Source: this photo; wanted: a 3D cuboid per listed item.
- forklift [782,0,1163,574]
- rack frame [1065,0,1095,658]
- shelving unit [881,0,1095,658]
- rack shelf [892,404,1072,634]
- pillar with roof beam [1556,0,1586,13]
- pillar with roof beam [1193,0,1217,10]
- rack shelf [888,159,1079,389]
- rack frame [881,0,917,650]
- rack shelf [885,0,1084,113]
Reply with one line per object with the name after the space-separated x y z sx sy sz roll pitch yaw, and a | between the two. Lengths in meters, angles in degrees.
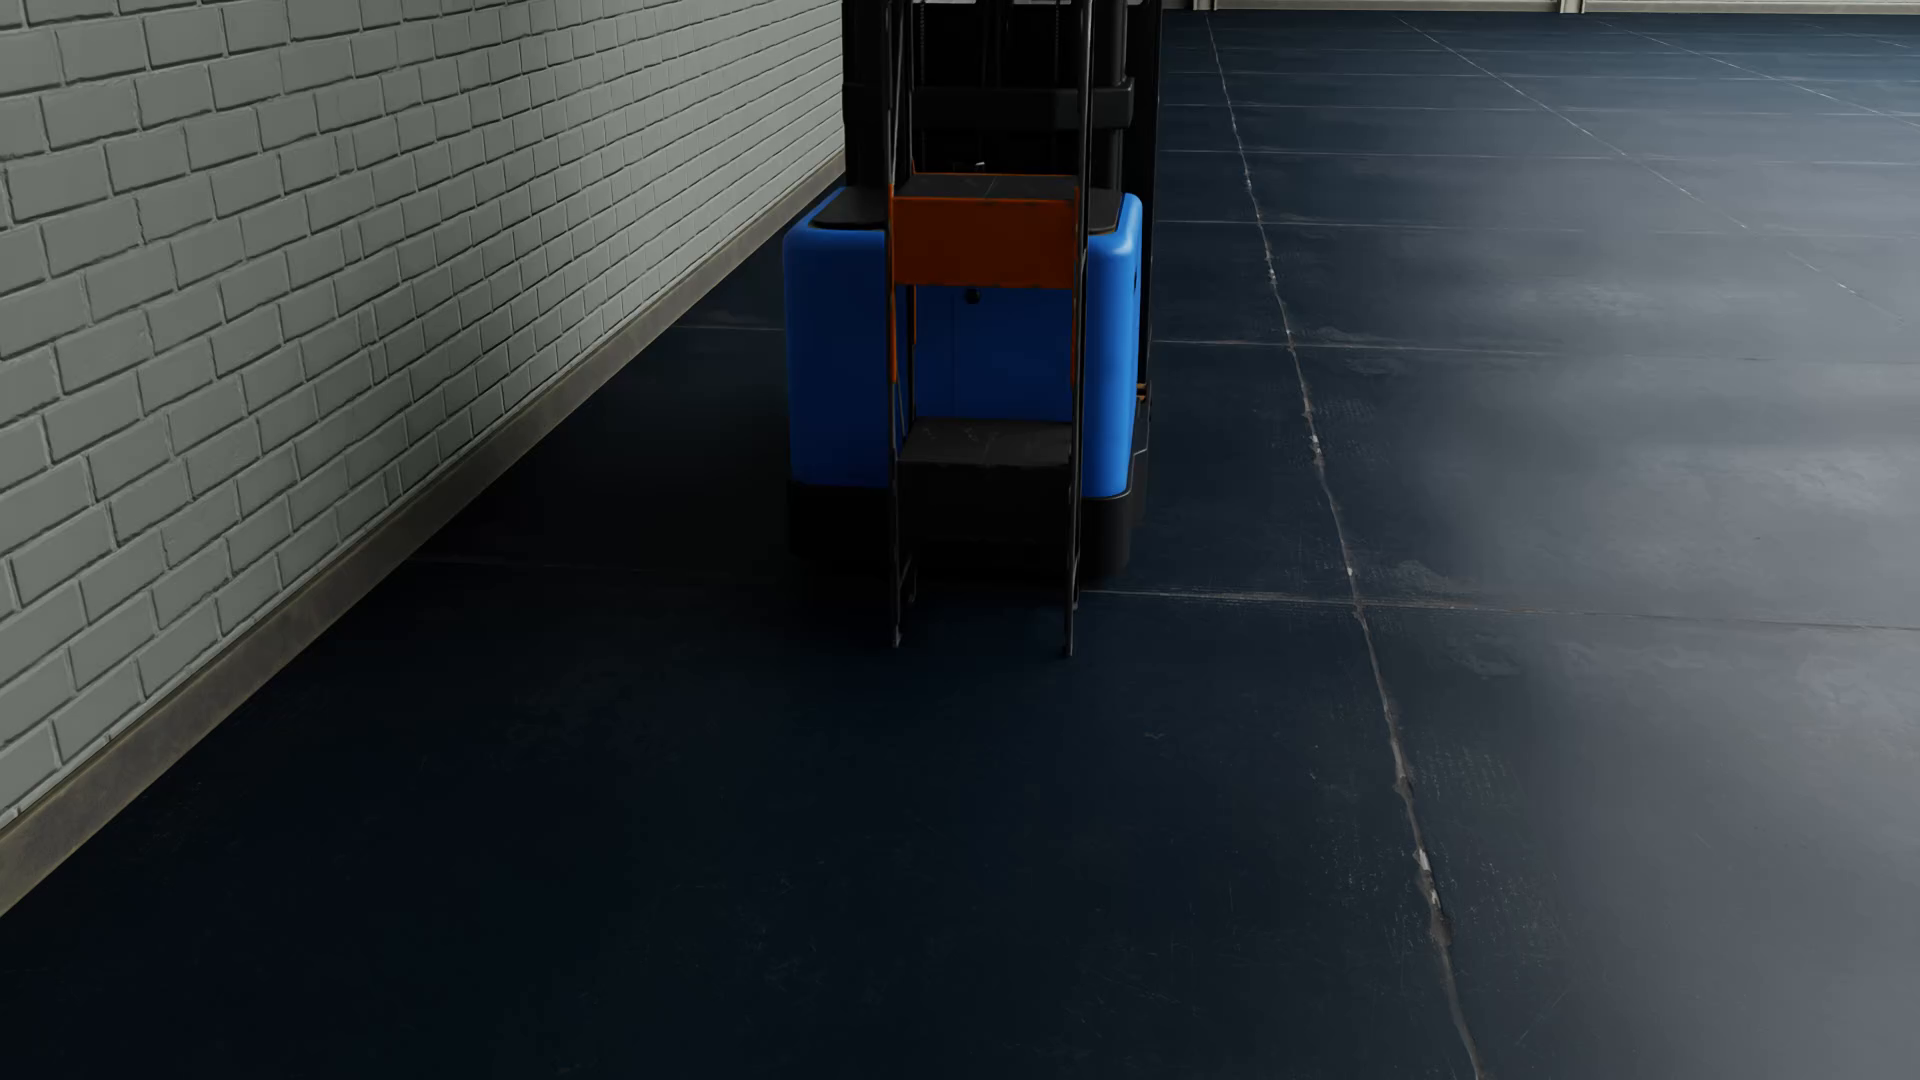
0.173 -1.765 5.917 1.130 2.935 3.031 3 22 7 | forklift
0.323 -0.722 4.410 0.015 2.100 0.400 2 22 6 | rack frame
0.081 -0.732 4.436 0.503 2.100 0.431 2 22 6 | shelving unit
0.081 -0.068 4.698 0.480 0.518 0.431 2 22 6 | rack shelf
9.605 -11.359 21.932 0.400 9.000 9.100 2 22 6 | pillar with roof beam
3.647 -11.619 22.589 0.400 9.000 9.100 2 22 6 | pillar with roof beam
0.081 -0.719 4.441 0.480 0.518 0.431 2 22 6 | rack shelf
-0.162 -0.742 4.462 0.015 2.100 0.400 2 22 6 | rack frame
0.081 -1.370 4.183 0.480 0.518 0.431 2 22 6 | rack shelf
